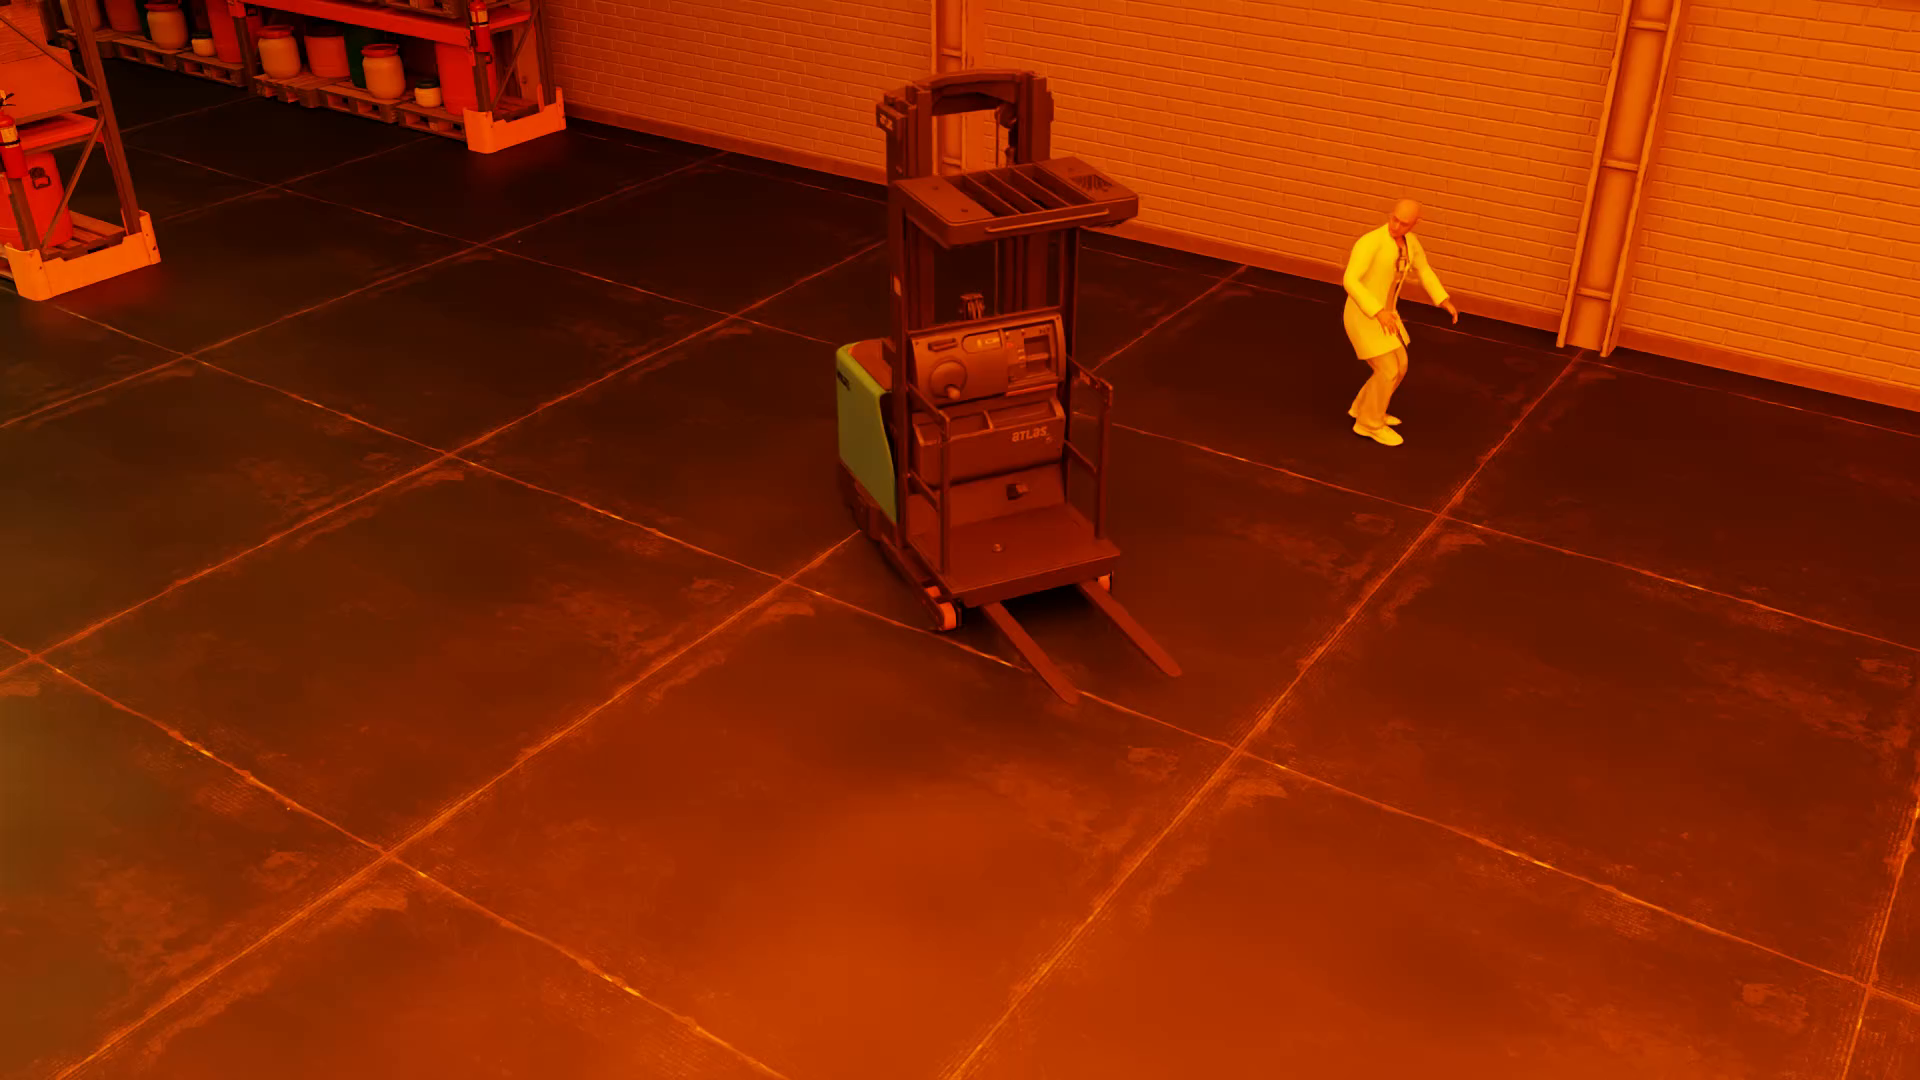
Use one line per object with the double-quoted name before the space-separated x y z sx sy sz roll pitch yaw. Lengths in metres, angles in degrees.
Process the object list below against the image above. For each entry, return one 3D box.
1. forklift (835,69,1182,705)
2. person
"forklift" 0.258 -0.988 9.283 1.130 2.935 3.031 -13 32 -21
"person" 2.983 -1.483 11.395 0.644 1.736 0.829 24 38 35
